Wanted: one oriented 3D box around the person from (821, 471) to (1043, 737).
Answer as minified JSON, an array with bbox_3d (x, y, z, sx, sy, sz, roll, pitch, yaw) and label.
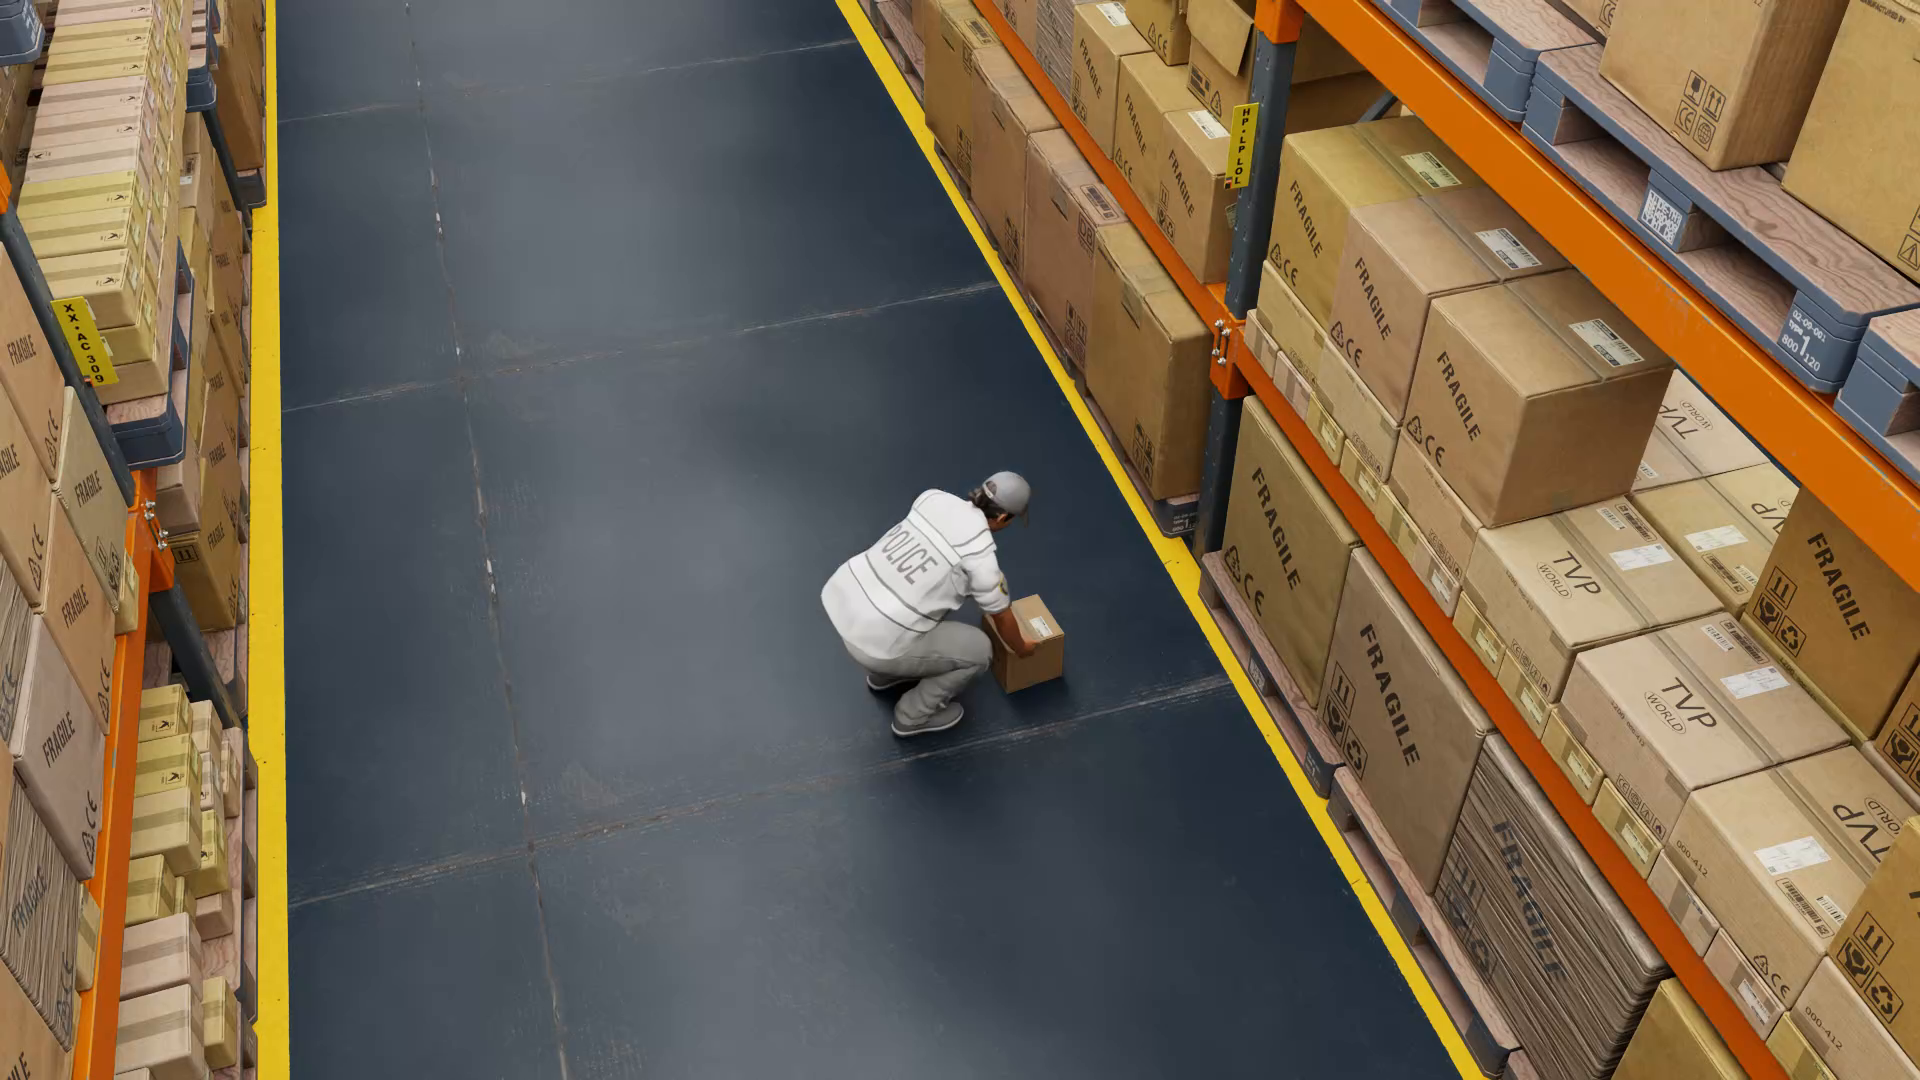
[{"bbox_3d":[-0.106,0.239,6.401,0.846,0.992,0.526,-17,45,-18],"label":"person"}]
